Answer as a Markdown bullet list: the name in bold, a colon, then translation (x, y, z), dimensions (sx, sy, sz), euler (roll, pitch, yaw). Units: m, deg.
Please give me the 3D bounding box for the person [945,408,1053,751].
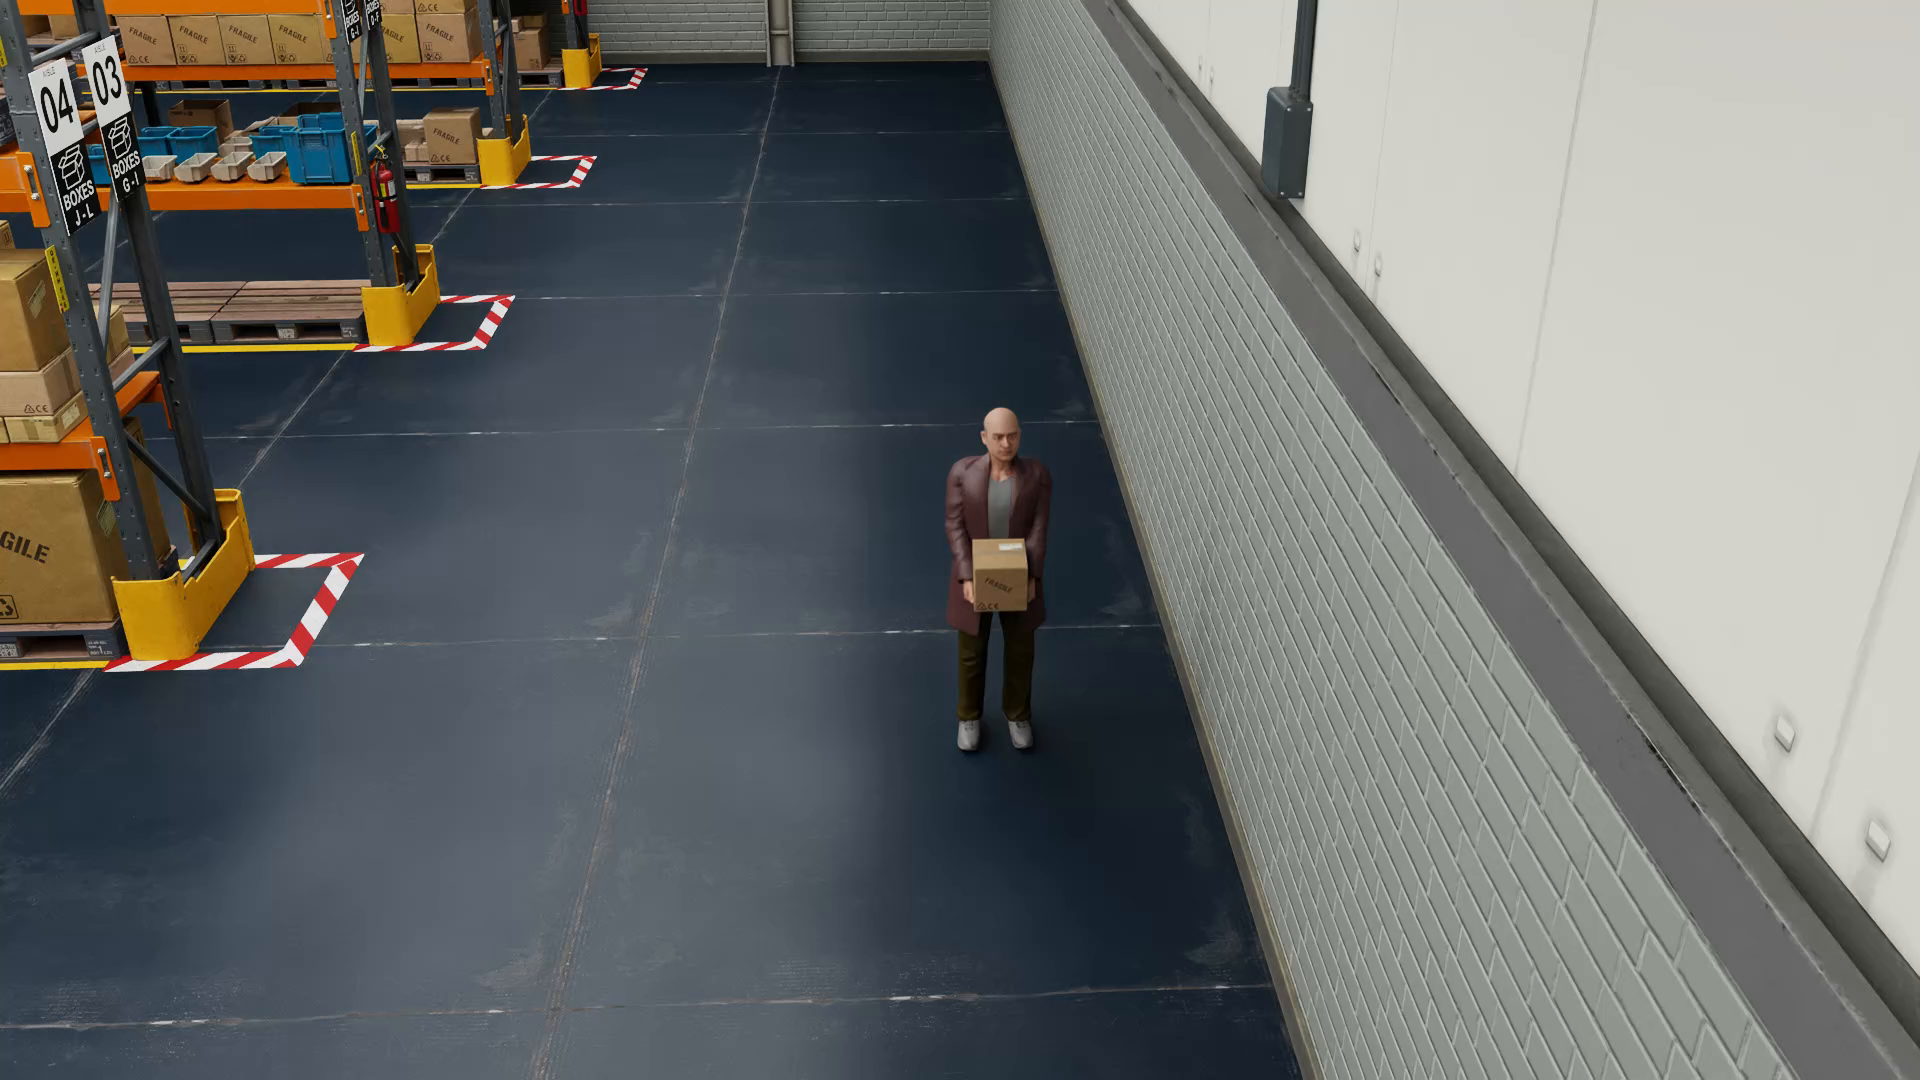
- **person**: translation (0.191, 0.245, 8.165), dimensions (0.530, 1.769, 0.555), euler (-1, 27, -2)
